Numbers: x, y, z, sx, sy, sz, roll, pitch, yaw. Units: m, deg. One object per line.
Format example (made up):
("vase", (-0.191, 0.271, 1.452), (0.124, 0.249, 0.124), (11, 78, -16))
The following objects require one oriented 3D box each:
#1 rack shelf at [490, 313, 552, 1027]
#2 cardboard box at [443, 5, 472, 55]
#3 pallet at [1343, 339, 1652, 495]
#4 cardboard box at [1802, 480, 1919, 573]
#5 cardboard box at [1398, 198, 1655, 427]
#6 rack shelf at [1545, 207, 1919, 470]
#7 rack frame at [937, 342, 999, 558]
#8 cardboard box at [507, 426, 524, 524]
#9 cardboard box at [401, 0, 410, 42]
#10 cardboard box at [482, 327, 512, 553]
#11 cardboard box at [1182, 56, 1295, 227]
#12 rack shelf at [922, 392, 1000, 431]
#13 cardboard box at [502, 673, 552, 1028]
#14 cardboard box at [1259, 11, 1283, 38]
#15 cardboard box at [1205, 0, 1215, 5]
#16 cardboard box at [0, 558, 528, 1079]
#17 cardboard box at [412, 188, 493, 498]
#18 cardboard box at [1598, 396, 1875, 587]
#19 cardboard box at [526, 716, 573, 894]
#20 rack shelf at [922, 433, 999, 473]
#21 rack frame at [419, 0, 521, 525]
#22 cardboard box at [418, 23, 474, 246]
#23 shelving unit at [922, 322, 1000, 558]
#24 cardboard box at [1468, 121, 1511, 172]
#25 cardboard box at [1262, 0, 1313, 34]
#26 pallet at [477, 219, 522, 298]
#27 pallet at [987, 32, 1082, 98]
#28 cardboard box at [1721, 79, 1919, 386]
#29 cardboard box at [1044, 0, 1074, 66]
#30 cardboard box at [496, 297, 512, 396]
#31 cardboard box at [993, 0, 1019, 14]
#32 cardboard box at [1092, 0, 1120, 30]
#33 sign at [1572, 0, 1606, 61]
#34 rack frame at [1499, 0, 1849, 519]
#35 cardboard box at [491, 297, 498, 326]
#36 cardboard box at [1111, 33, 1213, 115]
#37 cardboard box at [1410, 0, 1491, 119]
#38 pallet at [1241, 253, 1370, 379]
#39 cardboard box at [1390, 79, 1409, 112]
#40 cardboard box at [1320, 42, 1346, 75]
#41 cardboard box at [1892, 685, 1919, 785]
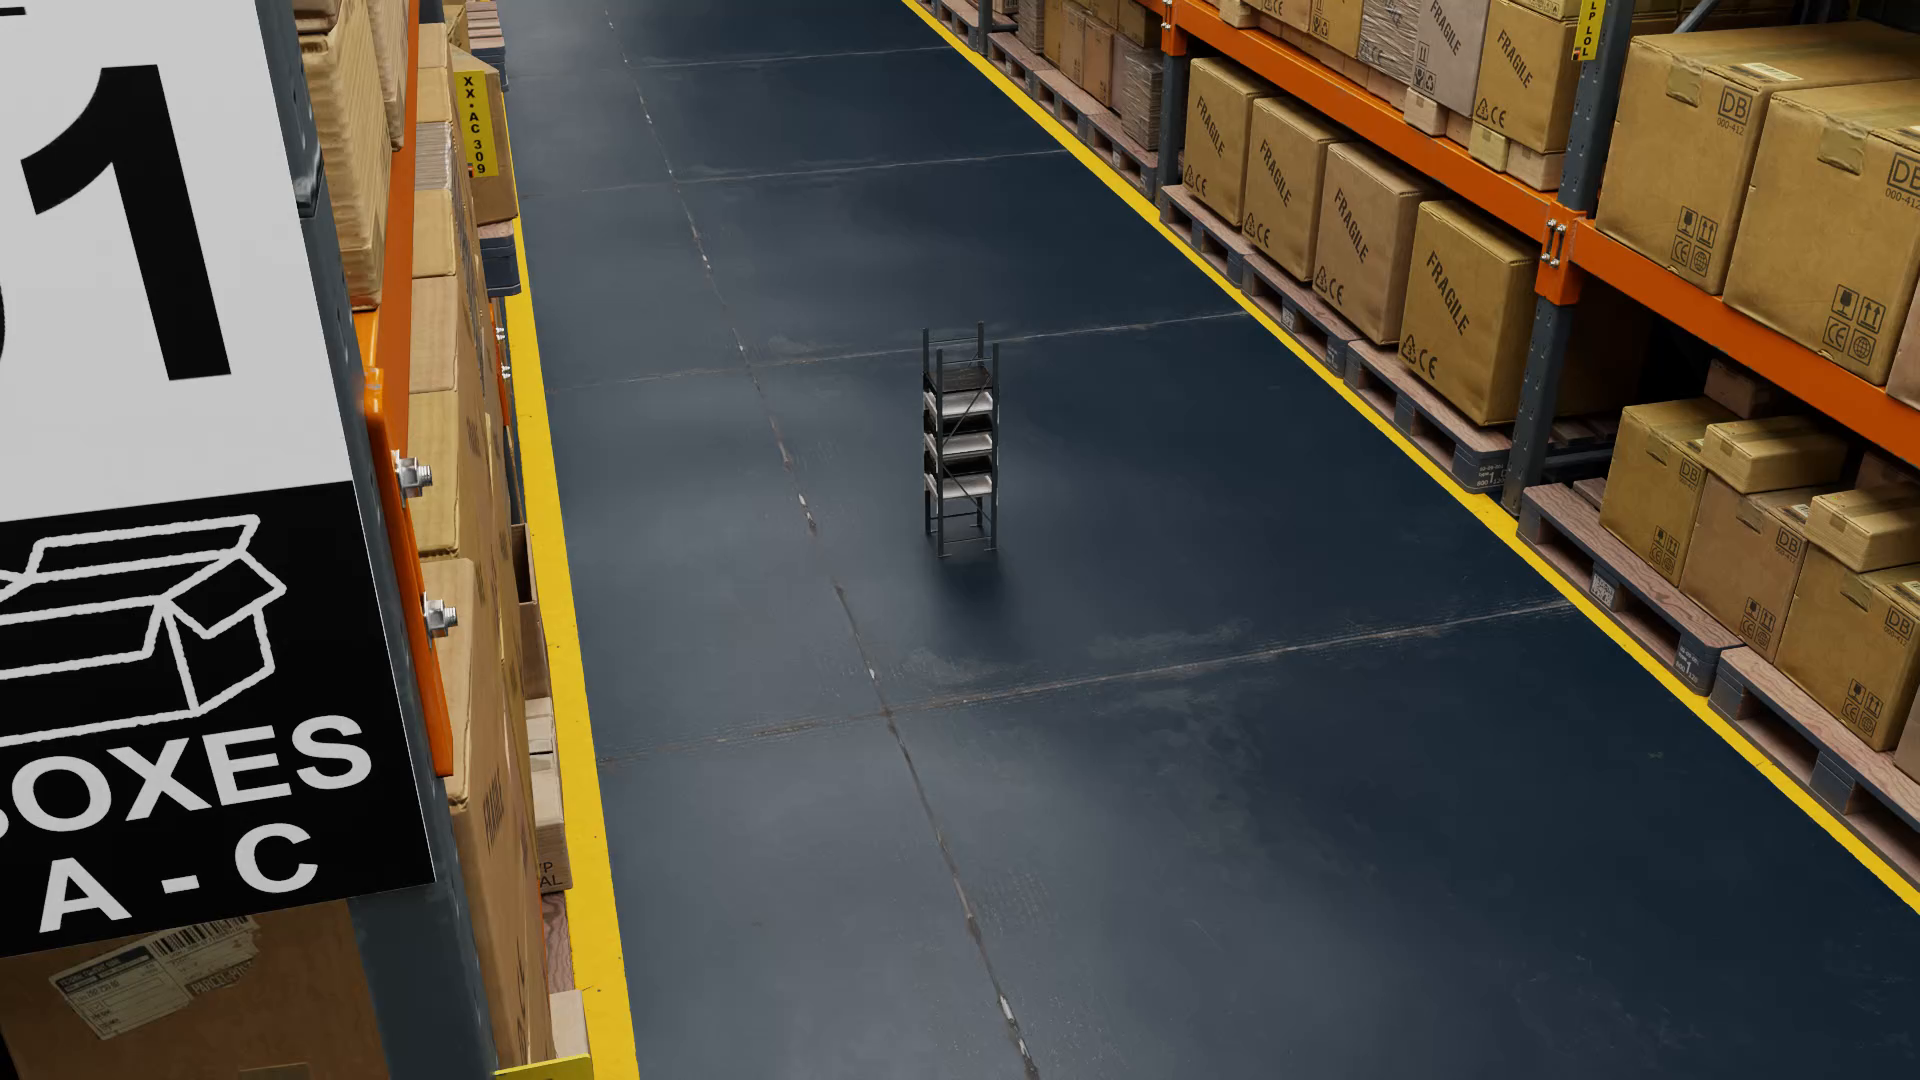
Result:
("rack shelf", (-1.475, 0.457, 3.684), (1.077, 0.370, 4.000), (-8, 31, -13))
("cardboard box", (-2.159, -1.628, 6.049), (0.700, 0.500, 0.500), (-3, 30, -5))
("pallet", (2.492, -0.637, 7.639), (1.003, 0.211, 1.213), (-8, 31, -13))
("cardboard box", (2.923, -0.045, 5.262), (0.380, 0.149, 0.250), (-9, 31, -15))
("cardboard box", (2.472, -1.029, 7.260), (0.750, 0.750, 0.750), (-7, 31, -13))
("rack shelf", (3.300, -0.203, 4.825), (1.077, 0.370, 4.000), (-8, 31, -13))
("rack frame", (0.029, -0.336, 6.433), (0.240, 0.900, 0.006), (-8, 31, -13))
("cardboard box", (-1.899, -0.195, 6.148), (0.500, 0.500, 0.500), (-9, 31, -16))
("cardboard box", (-1.090, -0.888, 2.445), (0.500, 0.250, 0.500), (-8, 31, -13))
("cardboard box", (-1.349, -0.160, 3.932), (0.500, 0.500, 0.500), (-7, 31, -12))
("cardboard box", (1.777, -2.291, 9.441), (0.750, 0.750, 0.750), (-8, 31, -14))
("rack shelf", (0.002, -0.512, 6.444), (0.258, 0.077, 0.200), (-8, 31, -13))
("cardboard box", (-0.949, 0.570, 2.670), (0.500, 0.500, 0.500), (-8, 31, -14))
("cardboard box", (1.805, -2.755, 8.747), (0.380, 0.149, 0.250), (-8, 31, -14))
("cardboard box", (1.572, -3.123, 9.382), (0.380, 0.149, 0.250), (-8, 31, -14))
("cardboard box", (-0.807, 0.386, 1.990), (0.500, 0.500, 0.500), (-7, 31, -12))
("cardboard box", (-1.217, -0.353, 3.267), (0.500, 0.500, 0.500), (-8, 31, -14))
("cardboard box", (2.869, -0.206, 6.187), (0.700, 0.500, 0.500), (-7, 31, -13))
("cardboard box", (-1.382, 0.753, 4.700), (0.500, 0.311, 0.500), (-8, 31, -13))
("rack shelf", (0.002, -0.357, 6.534), (0.258, 0.077, 0.200), (-8, 31, -13))
("rack frame", (-2.005, -0.820, 5.173), (1.000, 3.000, 0.127), (-8, 31, -13))
("cardboard box", (-1.622, -1.087, 4.535), (0.500, 0.500, 0.500), (-8, 31, -13))
("shelving unit", (0.002, -0.386, 6.518), (0.258, 0.900, 0.210), (-8, 31, -13))
("cardboard box", (2.317, -1.625, 6.794), (0.380, 0.149, 0.250), (-7, 31, -12))
("cardboard box", (1.851, -2.831, 8.230), (0.500, 0.500, 0.500), (-8, 31, -13))
("pallet", (-2.112, -1.138, 5.913), (1.003, 0.211, 1.213), (-8, 31, -13))
("pallet", (0.854, -3.762, 13.039), (1.003, 0.211, 1.213), (-8, 31, -13))
("cardboard box", (3.086, -0.993, 5.172), (0.980, 0.700, 0.700), (-9, 31, -15))
("cardboard box", (1.043, -3.857, 12.475), (0.700, 0.500, 0.500), (-8, 31, -14))
("cardboard box", (-2.310, -0.938, 7.432), (0.500, 0.500, 0.500), (-9, 31, -15))
("cardboard box", (0.475, -4.563, 14.029), (0.380, 0.166, 0.250), (-12, 32, -20))
("cardboard box", (1.234, -3.718, 11.487), (0.500, 0.250, 0.500), (-8, 31, -14))
("sign", (2.249, -1.871, 5.911), (0.100, 0.325, 0.005), (-8, 31, -13))
("rack frame", (2.769, -1.481, 6.314), (1.000, 3.000, 0.127), (-8, 31, -13))
("cardboard box", (-2.164, -1.002, 6.795), (0.500, 0.250, 0.500), (-8, 31, -13))
("cardboard box", (1.442, -3.126, 11.213), (0.700, 0.500, 0.500), (-8, 31, -13))
("cardboard box", (2.259, -2.096, 6.960), (0.500, 0.500, 0.500), (-8, 31, -13))
("pallet", (2.165, -1.227, 8.659), (1.003, 0.211, 1.213), (-8, 31, -13))
("cardboard box", (2.164, -2.003, 7.447), (0.380, 0.149, 0.250), (-8, 31, -13))
("cardboard box", (1.989, -2.383, 8.104), (0.380, 0.149, 0.250), (-8, 31, -13))
("cardboard box", (3.282, 0.542, 4.895), (0.700, 0.500, 0.500), (-9, 31, -15))
